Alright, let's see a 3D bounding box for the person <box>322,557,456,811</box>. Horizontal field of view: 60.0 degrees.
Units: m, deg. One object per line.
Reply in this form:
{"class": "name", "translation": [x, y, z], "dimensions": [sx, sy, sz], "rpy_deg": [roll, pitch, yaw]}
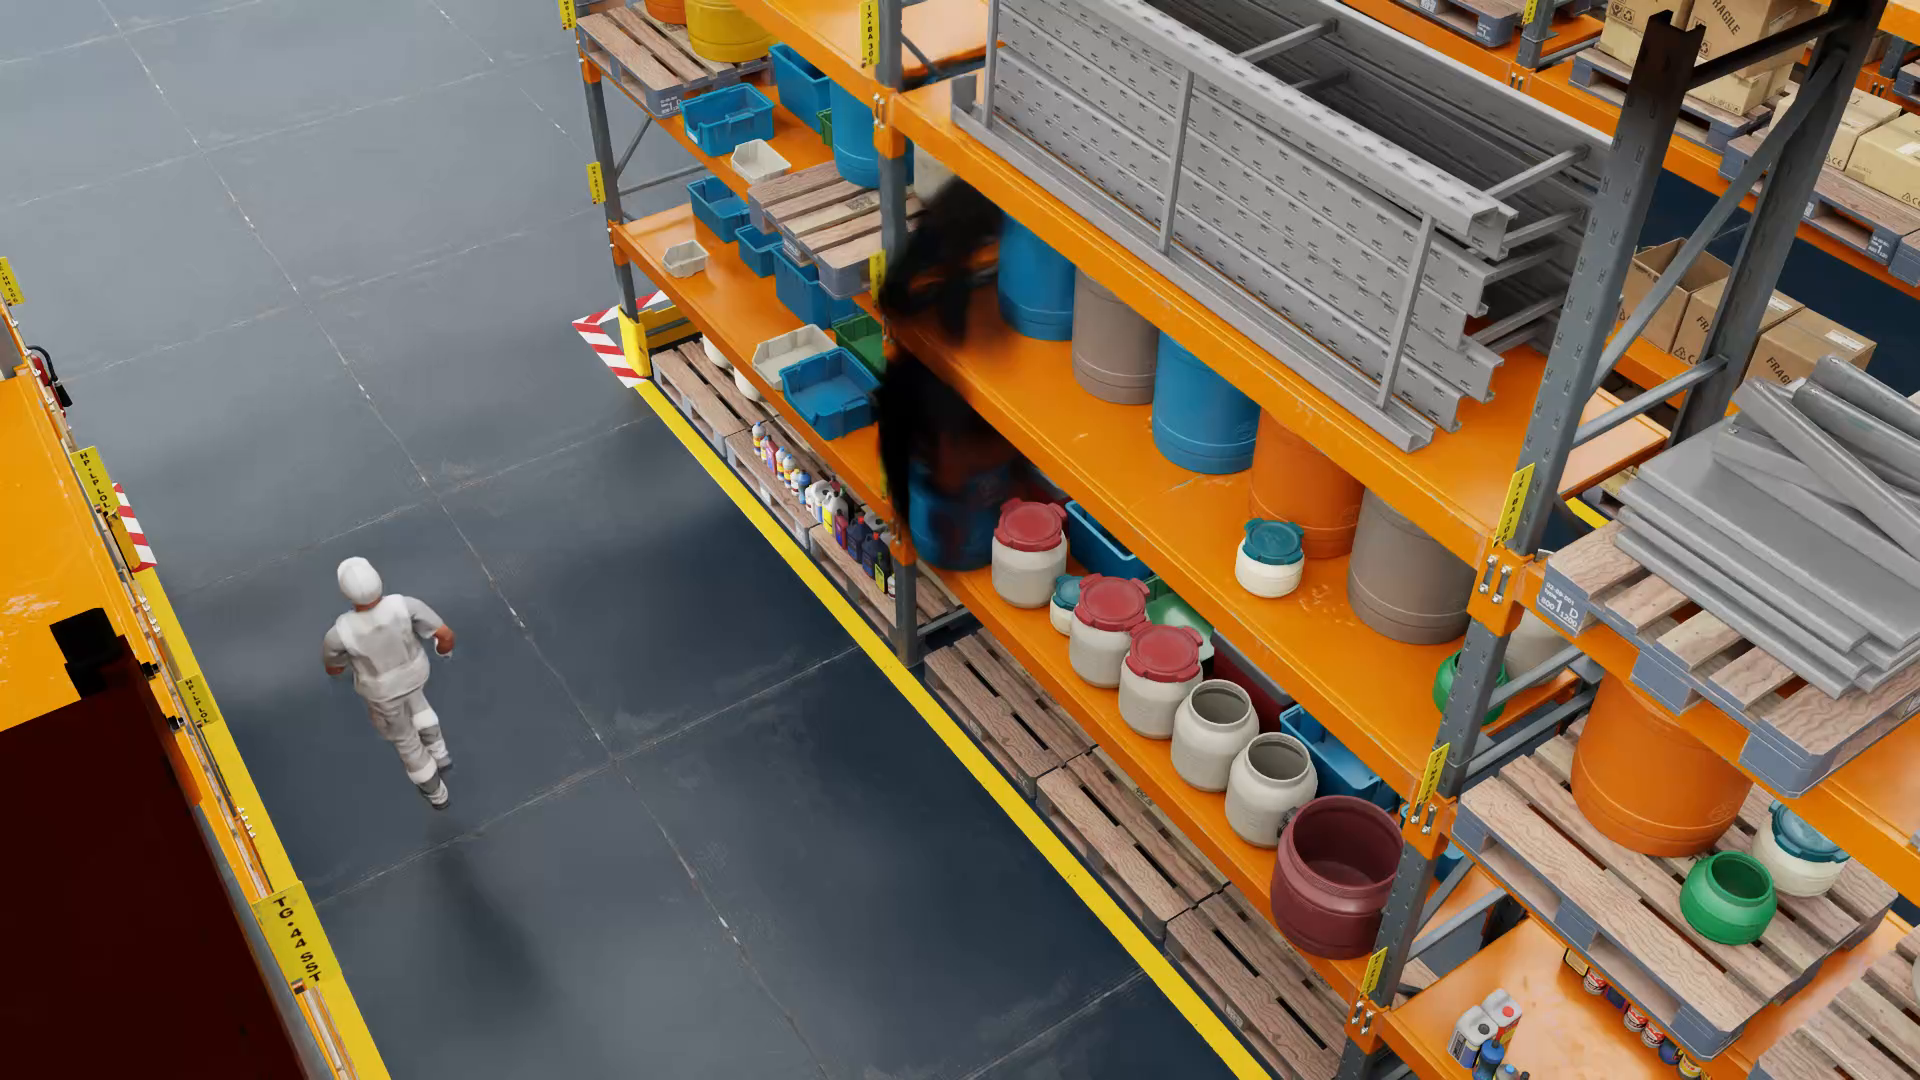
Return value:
{"class": "person", "translation": [-3.152, 0.745, 9.223], "dimensions": [0.649, 1.786, 0.642], "rpy_deg": [-28, 50, -27]}
